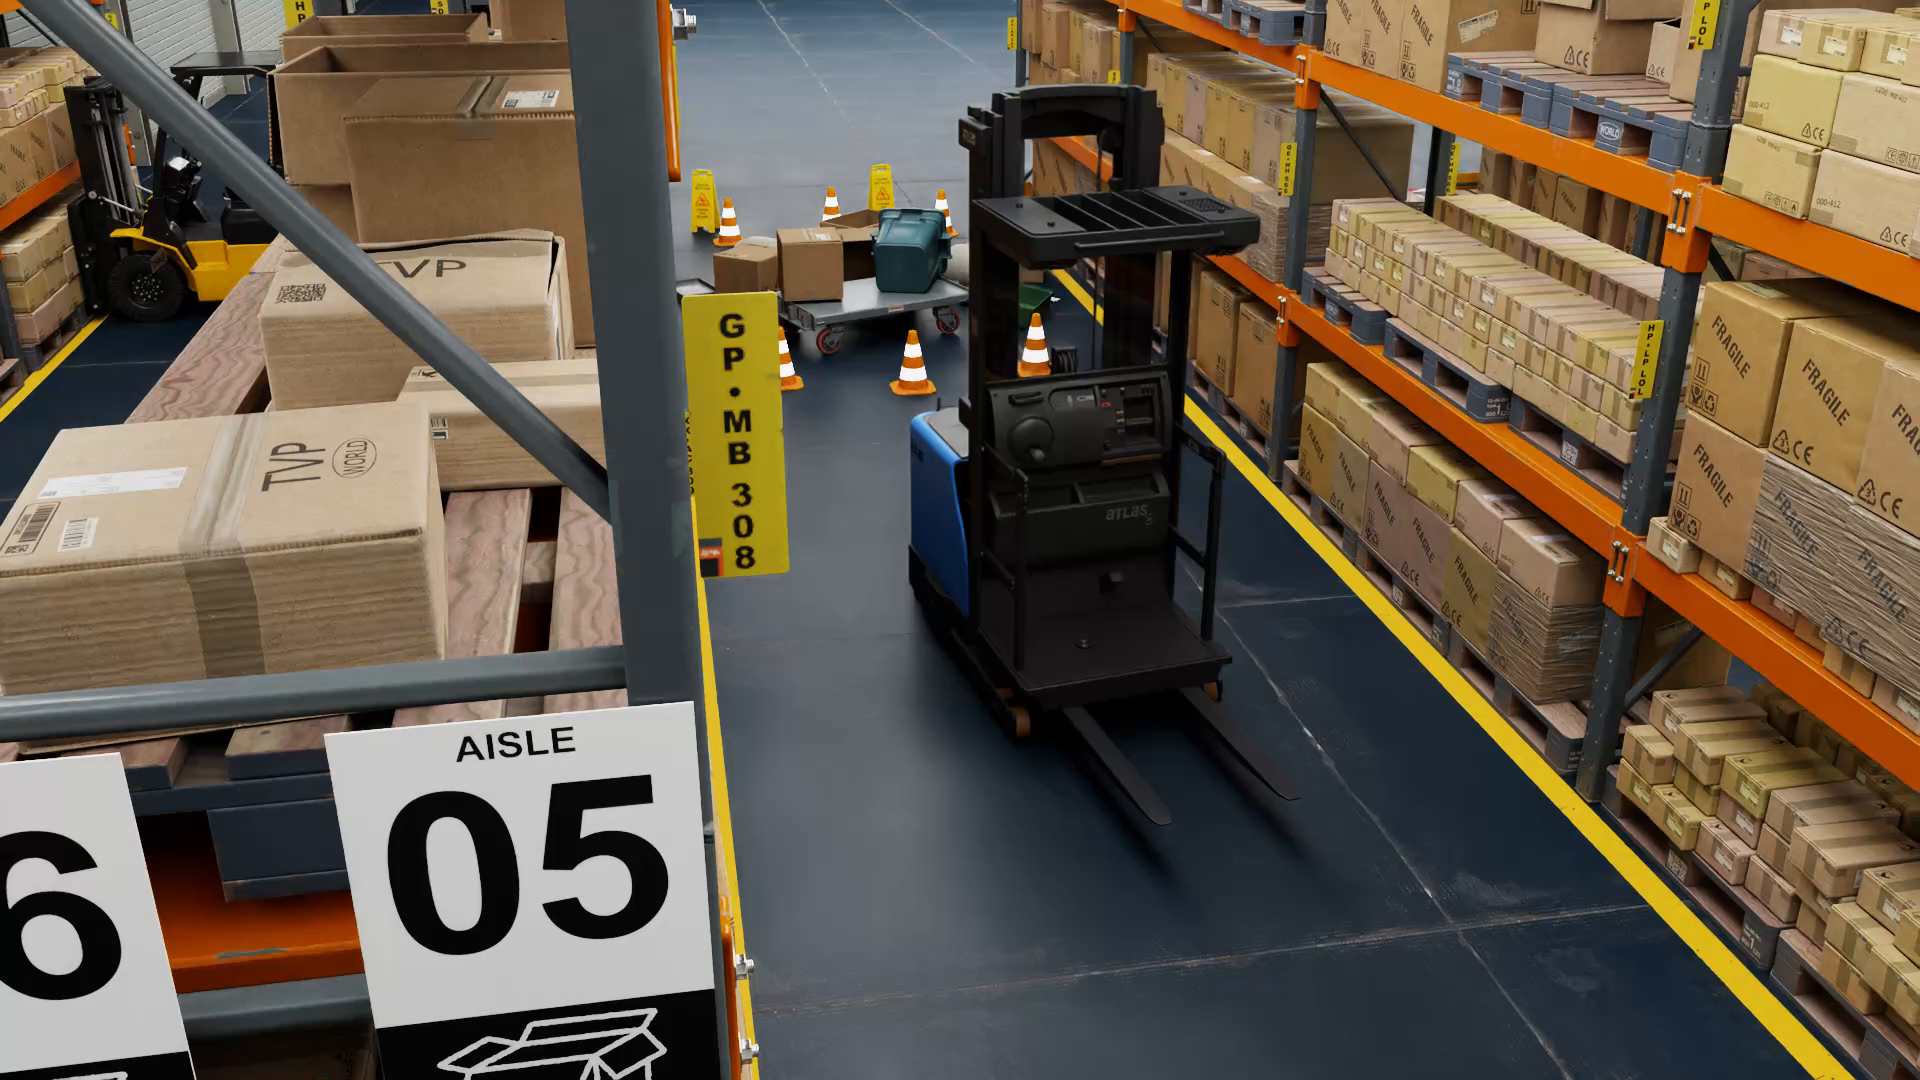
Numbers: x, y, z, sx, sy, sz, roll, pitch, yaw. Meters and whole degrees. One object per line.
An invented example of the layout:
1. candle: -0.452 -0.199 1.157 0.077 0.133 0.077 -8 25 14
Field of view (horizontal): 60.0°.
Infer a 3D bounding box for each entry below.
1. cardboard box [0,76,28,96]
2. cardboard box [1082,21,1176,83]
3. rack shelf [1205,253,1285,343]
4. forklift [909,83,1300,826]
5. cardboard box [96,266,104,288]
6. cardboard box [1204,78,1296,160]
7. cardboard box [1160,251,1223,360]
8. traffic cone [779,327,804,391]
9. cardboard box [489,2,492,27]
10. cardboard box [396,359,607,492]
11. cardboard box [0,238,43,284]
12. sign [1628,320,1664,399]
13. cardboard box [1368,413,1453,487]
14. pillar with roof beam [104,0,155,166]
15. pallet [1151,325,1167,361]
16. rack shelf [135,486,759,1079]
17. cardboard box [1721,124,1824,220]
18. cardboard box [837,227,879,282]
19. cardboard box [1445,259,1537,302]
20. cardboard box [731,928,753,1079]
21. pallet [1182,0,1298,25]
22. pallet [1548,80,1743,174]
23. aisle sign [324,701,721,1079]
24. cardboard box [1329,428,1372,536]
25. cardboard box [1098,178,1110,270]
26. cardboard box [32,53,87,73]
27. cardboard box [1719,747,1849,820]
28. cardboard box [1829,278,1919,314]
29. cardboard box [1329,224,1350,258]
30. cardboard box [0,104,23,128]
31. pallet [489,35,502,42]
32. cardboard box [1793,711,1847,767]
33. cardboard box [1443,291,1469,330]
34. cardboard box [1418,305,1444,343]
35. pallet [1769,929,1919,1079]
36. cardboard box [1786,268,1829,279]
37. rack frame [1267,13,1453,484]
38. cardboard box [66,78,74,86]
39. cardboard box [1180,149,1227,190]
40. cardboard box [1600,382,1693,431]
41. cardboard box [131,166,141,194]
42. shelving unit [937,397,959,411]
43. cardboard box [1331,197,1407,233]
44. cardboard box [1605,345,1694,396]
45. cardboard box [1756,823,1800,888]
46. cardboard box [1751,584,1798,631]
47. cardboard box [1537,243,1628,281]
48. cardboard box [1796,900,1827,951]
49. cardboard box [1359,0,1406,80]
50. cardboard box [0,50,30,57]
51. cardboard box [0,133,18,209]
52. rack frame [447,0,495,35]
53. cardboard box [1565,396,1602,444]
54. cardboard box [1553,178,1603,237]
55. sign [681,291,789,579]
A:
1. cardboard box: -7.969 -3.738 13.754 0.380 0.149 0.250 -4 24 -10
2. cardboard box: 1.587 -4.304 14.821 0.875 0.550 0.550 -4 24 -10
3. rack shelf: 2.207 -2.269 12.597 1.077 0.370 4.000 -4 24 -10
4. forklift: 0.664 -0.561 7.873 1.130 2.935 3.031 -8 25 -17
5. cardboard box: -7.944 -2.358 14.813 0.500 0.250 0.500 -4 24 -8
6. cardboard box: 2.217 -3.095 12.214 0.700 0.500 0.500 -5 24 -10
7. cardboard box: 2.215 -1.930 13.207 1.050 0.750 0.750 -4 24 -10
8. traffic cone: -1.403 -1.433 12.952 0.336 0.463 0.334 -4 24 -10
9. cardboard box: -2.579 -3.426 10.469 0.797 0.503 0.637 -4 24 -10
10. cardboard box: -0.765 -0.202 2.882 0.380 0.149 0.250 -3 24 -8
11. cardboard box: -7.667 -2.215 13.235 0.500 0.250 0.500 -5 24 -11
12. sign: 2.772 -0.727 6.720 0.100 0.325 0.005 -4 24 -10
13. cardboard box: 2.640 -0.519 9.351 0.500 0.250 0.500 -4 24 -9
14. pillar with roof beam: -6.261 -9.271 20.235 9.100 9.000 0.400 -4 24 -10
15. pallet: 2.054 -1.810 14.130 1.003 0.211 1.213 -4 24 -10
16. rack shelf: -1.159 -0.091 3.862 1.077 0.370 4.000 -4 24 -10
17. cardboard box: 3.143 -1.343 6.017 0.500 0.250 0.500 -3 24 -7
18. cardboard box: -0.754 -2.600 15.405 0.797 0.637 0.503 -4 24 -10
19. cardboard box: 2.759 -1.351 8.641 0.380 0.149 0.250 -5 24 -10
20. cardboard box: -0.598 1.027 2.777 0.500 0.500 0.500 -5 24 -11
21. pallet: 2.196 -3.789 11.666 1.003 0.211 1.213 -3 24 -7
22. pallet: 3.308 -1.778 7.060 1.213 0.211 1.003 -4 24 -10
23. aisle sign: -0.491 0.556 1.981 0.394 0.787 0.004 -4 24 -10
24. cardboard box: 2.554 -0.364 9.935 0.500 0.500 0.500 -4 24 -9
25. cardboard box: 1.790 -2.857 15.173 0.875 0.875 0.875 -4 24 -9
26. cardboard box: -8.201 -4.342 15.138 0.380 0.149 0.250 -4 24 -9
27. cardboard box: 3.265 0.962 6.594 0.380 0.149 0.250 -5 24 -10
28. cardboard box: 3.670 -0.714 6.392 0.500 0.500 0.500 -5 24 -12
29. cardboard box: 2.469 -1.821 10.089 0.380 0.149 0.250 -3 24 -7
30. cardboard box: -7.784 -3.403 13.359 0.380 0.149 0.250 -4 24 -9
31. pallet: -2.097 -2.445 8.588 1.213 0.211 1.003 -3 24 -7
32. cardboard box: 3.725 0.821 6.917 0.380 0.149 0.250 -4 24 -9
33. cardboard box: 2.763 -1.208 8.687 0.380 0.149 0.250 -3 24 -8
34. cardboard box: 2.709 -1.177 8.987 0.380 0.149 0.250 -4 24 -9
35. pallet: 3.705 1.782 5.907 1.003 0.211 1.213 -4 24 -10
36. cardboard box: 7.100 -1.897 13.420 0.700 0.500 0.500 -2 24 -5
37. rack frame: 2.577 -1.812 10.651 1.000 3.000 0.127 -4 24 -10
38. cardboard box: -8.091 -4.007 14.741 0.380 0.149 0.250 -5 24 -11
39. cardboard box: 1.948 -2.609 12.352 0.500 0.500 0.500 -4 24 -9
40. cardboard box: 3.049 -0.594 7.281 0.380 0.149 0.250 -4 24 -8
41. cardboard box: -8.234 -3.416 15.986 0.500 0.250 0.500 -4 24 -8
42. shelving unit: 0.001 -0.409 10.063 0.258 0.900 0.210 -4 24 -10
43. cardboard box: 2.473 -1.964 10.046 0.380 0.149 0.250 -4 24 -10
44. cardboard box: 3.051 -0.732 7.225 0.380 0.149 0.250 -3 24 -7
45. cardboard box: 3.332 1.198 6.426 0.380 0.149 0.250 -6 24 -12
46. cardboard box: 3.269 0.209 6.337 0.380 0.149 0.250 -5 24 -12
47. cardboard box: 3.355 -1.494 8.970 0.380 0.149 0.250 -3 24 -7
48. cardboard box: 3.395 1.440 6.242 0.380 0.149 0.250 -5 24 -12
49. cardboard box: 2.521 -2.792 9.023 0.500 0.500 0.500 -4 24 -10
50. cardboard box: -8.786 -4.406 15.284 0.380 0.149 0.250 -3 24 -8
51. cardboard box: -7.711 -2.850 12.903 0.500 0.500 0.500 -5 24 -11
52. rack frame: -2.269 -4.155 8.521 1.000 3.000 0.127 -4 24 -10
53. cardboard box: 3.000 -0.560 7.573 0.380 0.149 0.250 -4 24 -9
54. cardboard box: 6.391 -3.383 16.847 0.500 0.500 0.500 -6 24 -14
55. sign: -0.243 -0.110 1.814 0.100 0.325 0.005 -4 24 -10
